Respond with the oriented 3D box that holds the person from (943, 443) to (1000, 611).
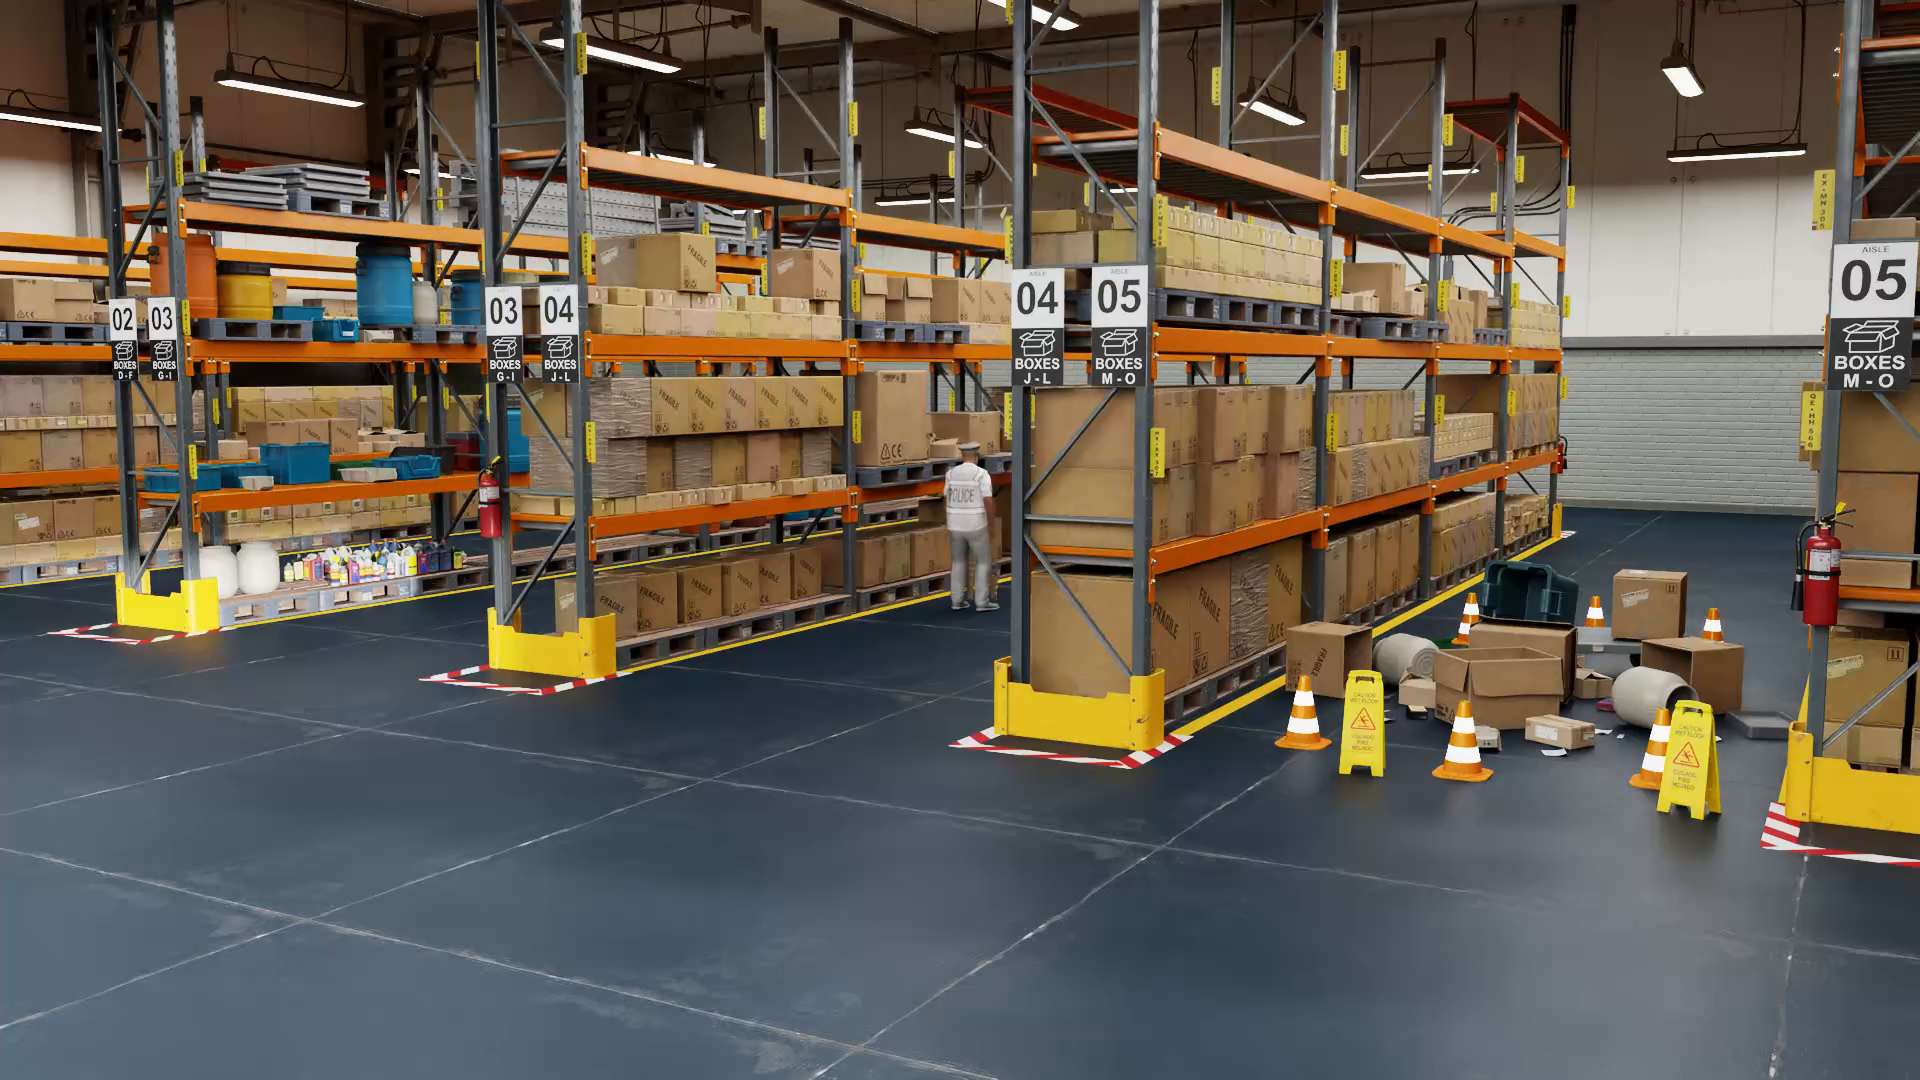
[{"bbox_3d":[0.093,-0.134,17.390,0.572,1.749,0.434,3,7,27],"label":"person"}]
